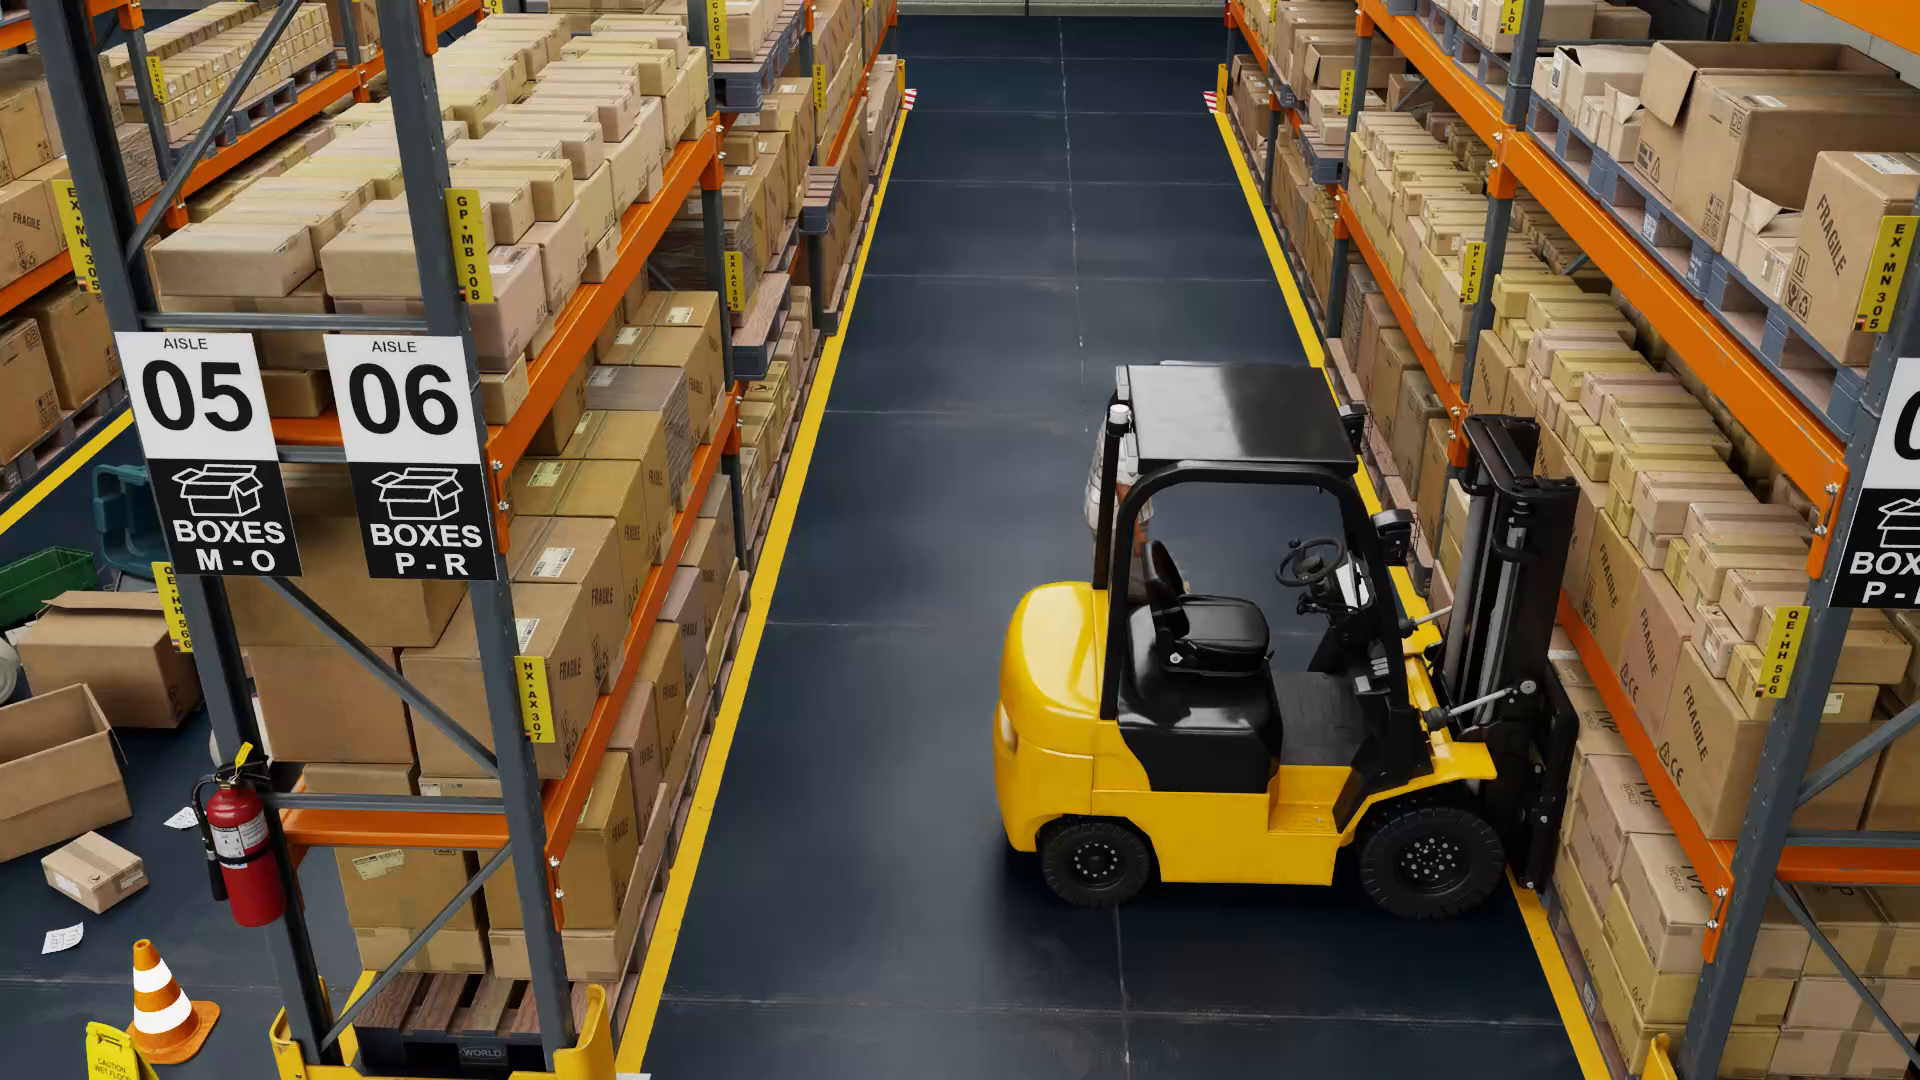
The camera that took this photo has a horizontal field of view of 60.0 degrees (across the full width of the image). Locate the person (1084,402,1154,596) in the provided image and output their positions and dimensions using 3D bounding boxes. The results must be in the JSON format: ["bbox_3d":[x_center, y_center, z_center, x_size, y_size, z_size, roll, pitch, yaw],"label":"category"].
[{"bbox_3d":[0.865,-0.109,8.835,0.401,1.651,0.540,0,28,0],"label":"person"}]
